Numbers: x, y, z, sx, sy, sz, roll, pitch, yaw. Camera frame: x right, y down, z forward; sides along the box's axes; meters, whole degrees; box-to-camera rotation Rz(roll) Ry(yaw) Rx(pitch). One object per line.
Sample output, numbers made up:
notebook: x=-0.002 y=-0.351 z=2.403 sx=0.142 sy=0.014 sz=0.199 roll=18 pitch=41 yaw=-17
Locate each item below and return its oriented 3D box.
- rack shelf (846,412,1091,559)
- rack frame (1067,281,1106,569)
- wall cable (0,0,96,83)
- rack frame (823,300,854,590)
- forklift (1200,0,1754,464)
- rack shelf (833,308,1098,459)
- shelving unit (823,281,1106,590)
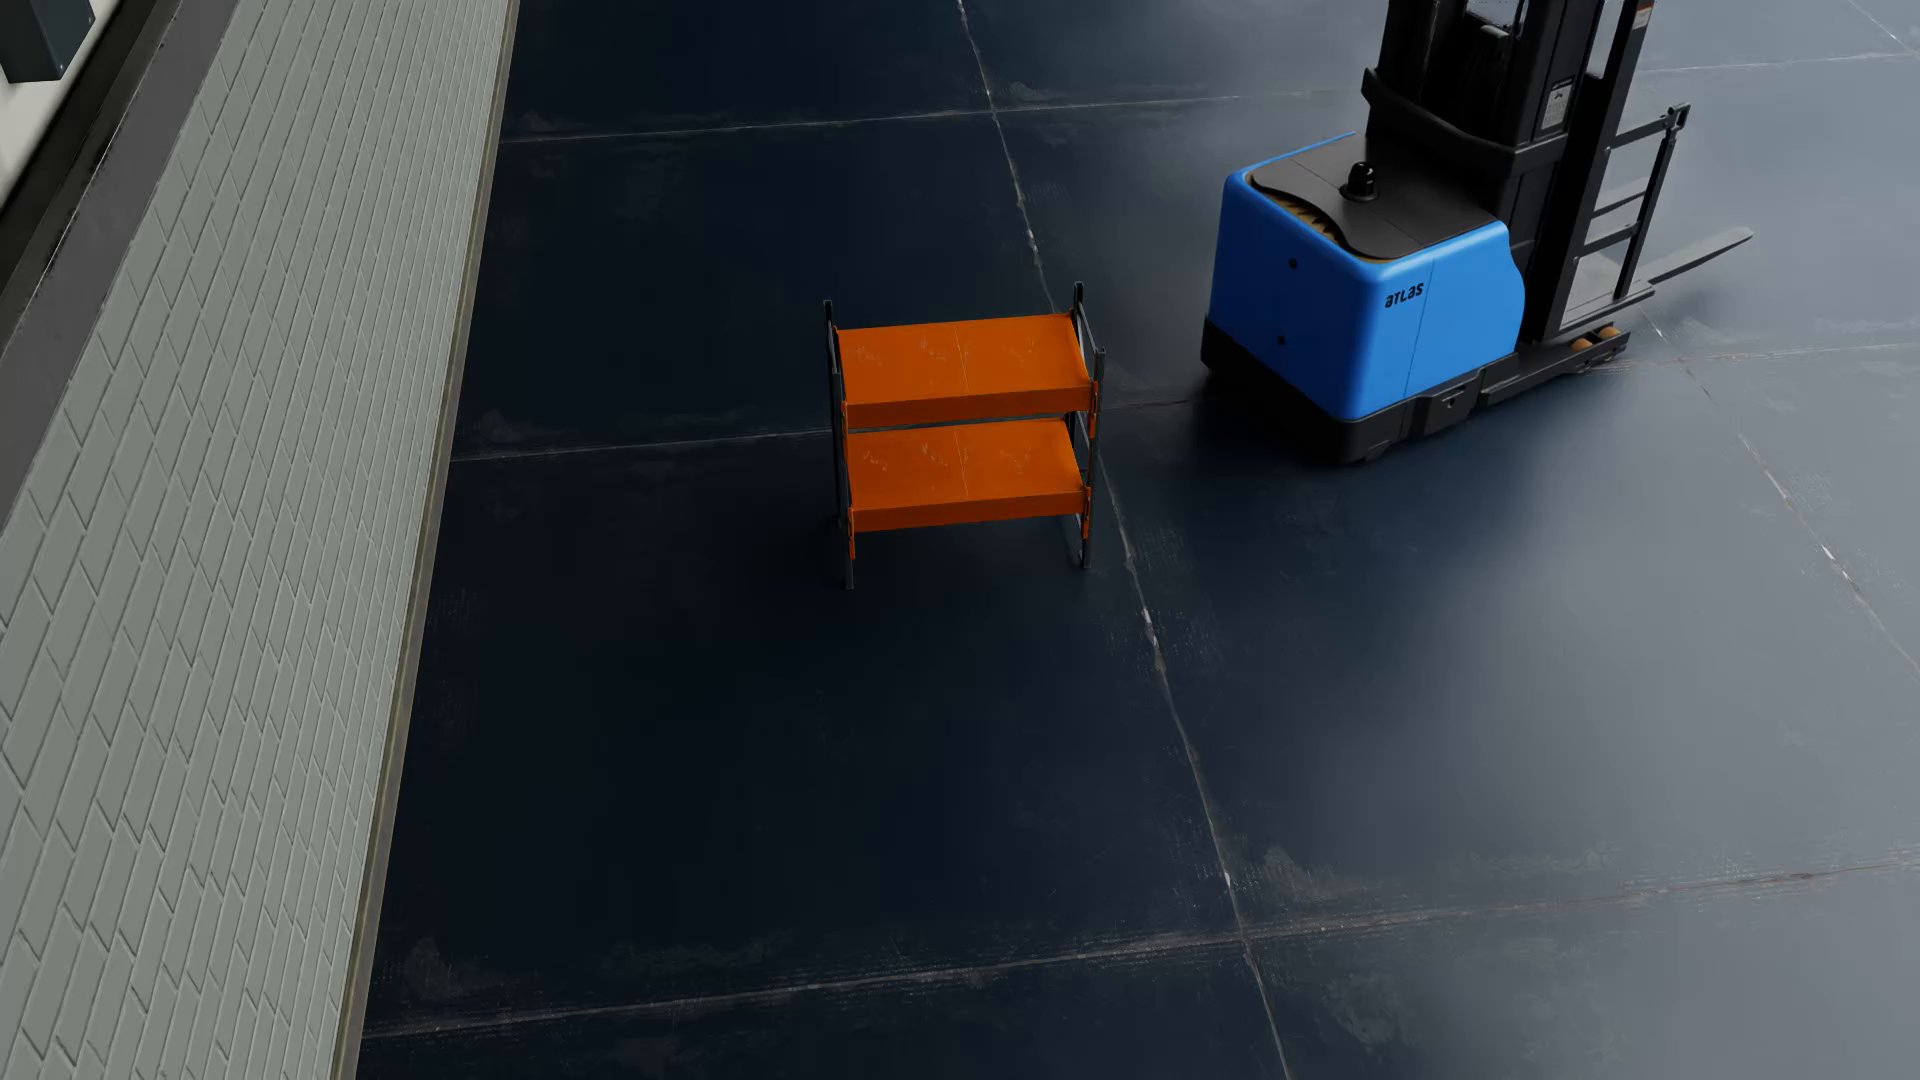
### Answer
rack shelf: x=0.007 y=-0.237 z=7.038 sx=1.000 sy=0.278 sz=0.538 roll=-5 pitch=42 yaw=-6
rack frame: x=0.511 y=-0.462 z=6.923 sx=0.032 sy=1.125 sz=0.500 roll=-5 pitch=42 yaw=-6
wall cable: x=-2.114 y=-3.976 z=2.400 sx=0.169 sy=6.003 sz=2.305 roll=-5 pitch=42 yaw=-6
rack frame: x=-0.497 y=-0.374 z=6.825 sx=0.032 sy=1.125 sz=0.500 roll=-5 pitch=42 yaw=-6
forklift: x=2.697 y=-2.185 z=7.485 sx=3.031 sy=2.935 sz=1.130 roll=-23 pitch=47 yaw=-23
rack shelf: x=0.007 y=-0.636 z=6.678 sx=1.000 sy=0.278 sz=0.538 roll=-5 pitch=42 yaw=-6
shelving unit: x=0.007 y=-0.418 z=6.874 sx=1.048 sy=1.125 sz=0.538 roll=-5 pitch=42 yaw=-6
